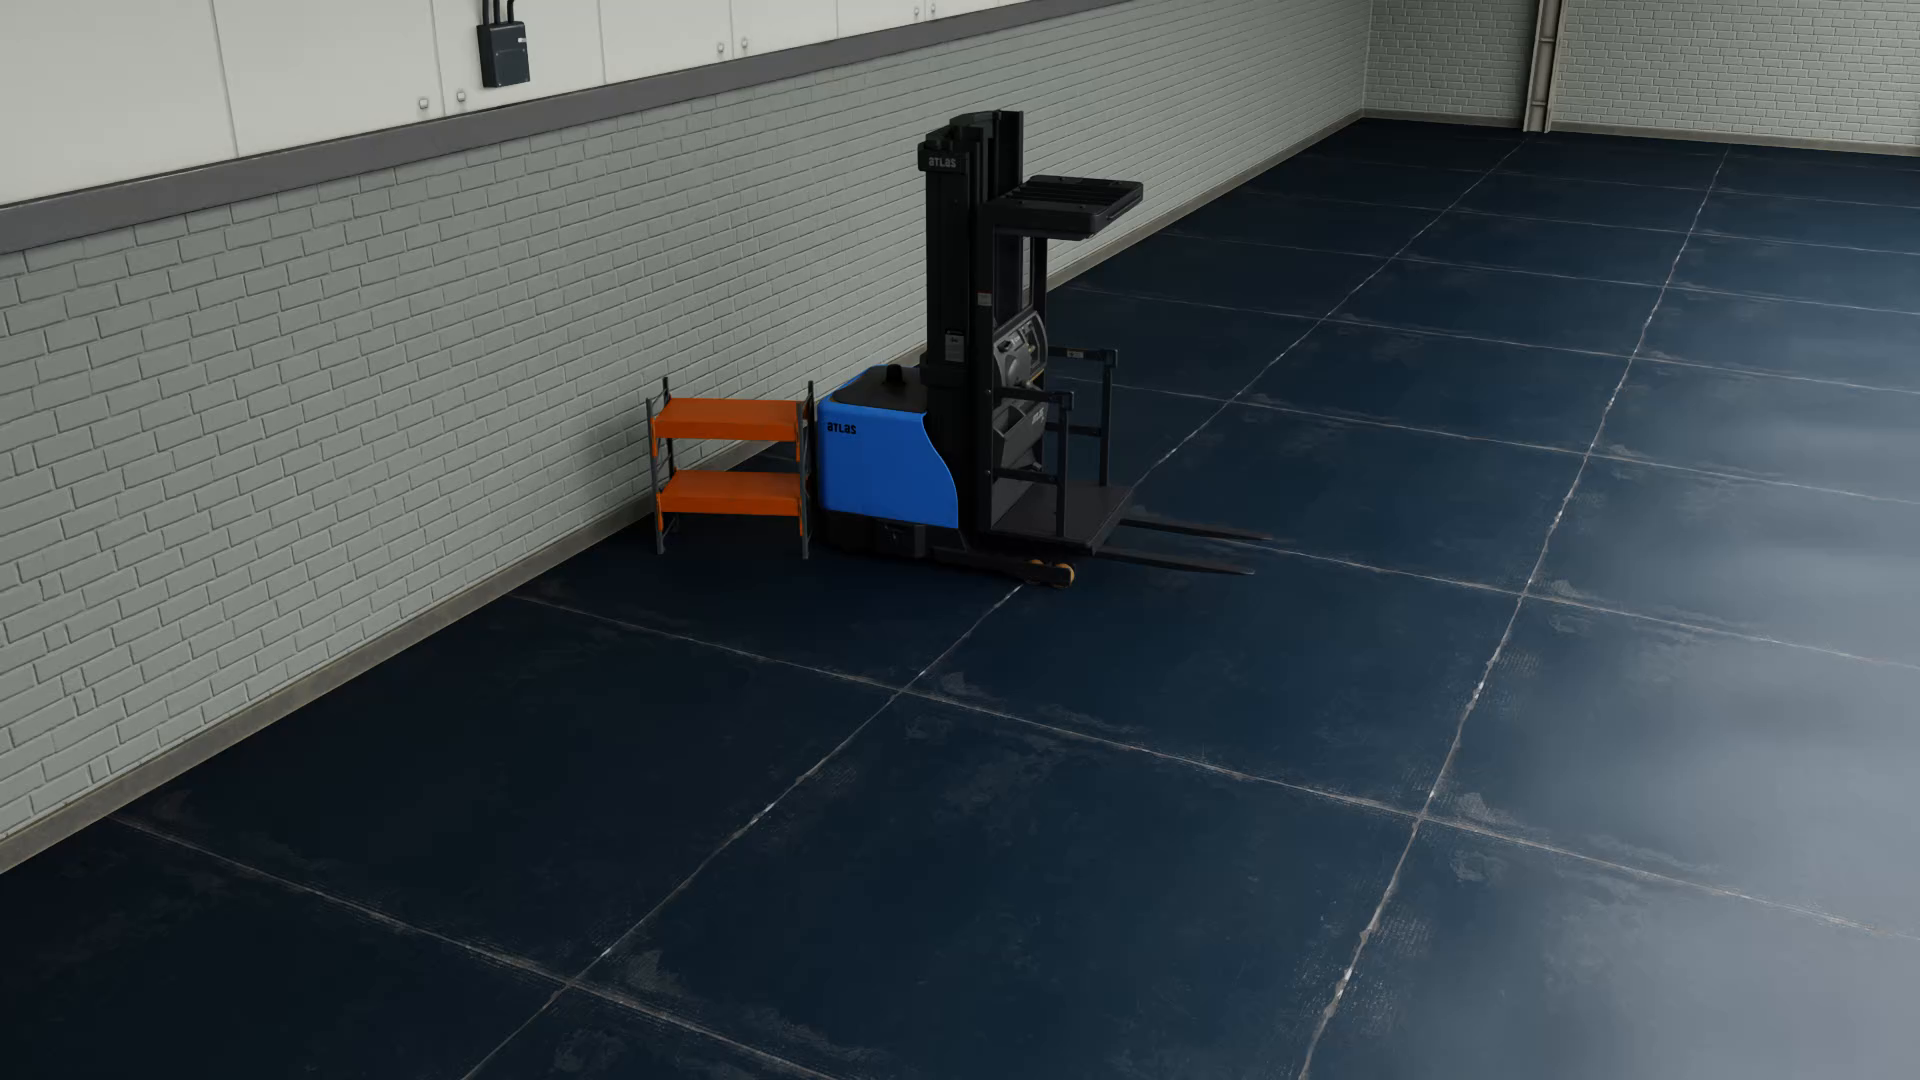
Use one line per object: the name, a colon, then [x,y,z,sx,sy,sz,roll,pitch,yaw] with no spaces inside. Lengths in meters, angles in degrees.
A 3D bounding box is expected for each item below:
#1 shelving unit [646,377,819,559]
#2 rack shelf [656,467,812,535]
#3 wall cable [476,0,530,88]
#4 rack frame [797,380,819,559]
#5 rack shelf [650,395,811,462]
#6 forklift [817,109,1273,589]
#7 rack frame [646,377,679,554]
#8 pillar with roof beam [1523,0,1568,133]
shelving unit: [-1.554,-0.501,11.490,1.048,1.125,0.538,2,23,4]
rack shelf: [-1.554,-0.276,11.586,1.000,0.278,0.538,2,23,4]
wall cable: [-2.275,-5.868,9.705,0.169,6.003,2.305,11,25,25]
rack frame: [-1.047,-0.484,11.452,0.032,1.125,0.500,2,23,4]
rack shelf: [-1.554,-0.770,11.376,1.000,0.278,0.538,2,23,4]
forklift: [0.588,-1.260,10.968,3.031,2.935,1.130,9,24,19]
rack frame: [-2.060,-0.517,11.529,0.032,1.125,0.500,2,23,4]
pillar with roof beam: [7.730,-9.506,22.605,0.400,9.000,9.100,11,25,25]
